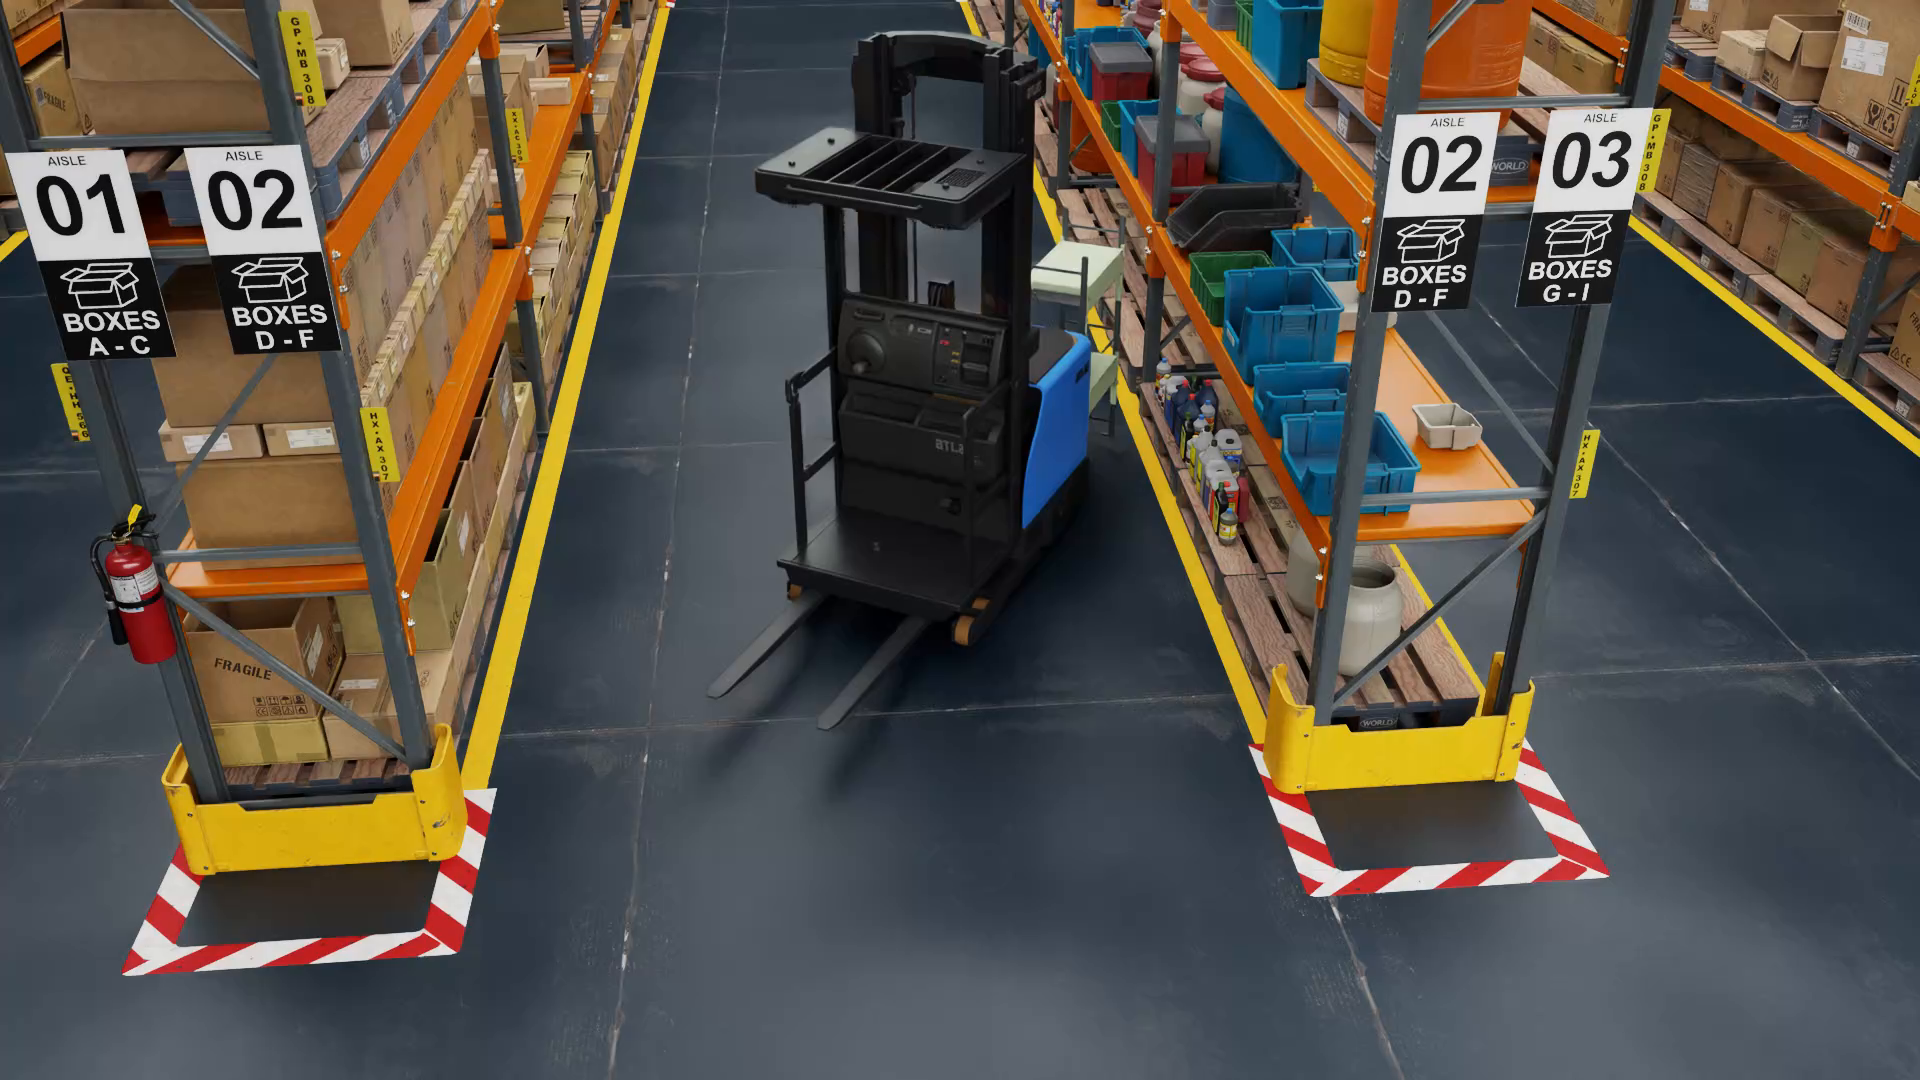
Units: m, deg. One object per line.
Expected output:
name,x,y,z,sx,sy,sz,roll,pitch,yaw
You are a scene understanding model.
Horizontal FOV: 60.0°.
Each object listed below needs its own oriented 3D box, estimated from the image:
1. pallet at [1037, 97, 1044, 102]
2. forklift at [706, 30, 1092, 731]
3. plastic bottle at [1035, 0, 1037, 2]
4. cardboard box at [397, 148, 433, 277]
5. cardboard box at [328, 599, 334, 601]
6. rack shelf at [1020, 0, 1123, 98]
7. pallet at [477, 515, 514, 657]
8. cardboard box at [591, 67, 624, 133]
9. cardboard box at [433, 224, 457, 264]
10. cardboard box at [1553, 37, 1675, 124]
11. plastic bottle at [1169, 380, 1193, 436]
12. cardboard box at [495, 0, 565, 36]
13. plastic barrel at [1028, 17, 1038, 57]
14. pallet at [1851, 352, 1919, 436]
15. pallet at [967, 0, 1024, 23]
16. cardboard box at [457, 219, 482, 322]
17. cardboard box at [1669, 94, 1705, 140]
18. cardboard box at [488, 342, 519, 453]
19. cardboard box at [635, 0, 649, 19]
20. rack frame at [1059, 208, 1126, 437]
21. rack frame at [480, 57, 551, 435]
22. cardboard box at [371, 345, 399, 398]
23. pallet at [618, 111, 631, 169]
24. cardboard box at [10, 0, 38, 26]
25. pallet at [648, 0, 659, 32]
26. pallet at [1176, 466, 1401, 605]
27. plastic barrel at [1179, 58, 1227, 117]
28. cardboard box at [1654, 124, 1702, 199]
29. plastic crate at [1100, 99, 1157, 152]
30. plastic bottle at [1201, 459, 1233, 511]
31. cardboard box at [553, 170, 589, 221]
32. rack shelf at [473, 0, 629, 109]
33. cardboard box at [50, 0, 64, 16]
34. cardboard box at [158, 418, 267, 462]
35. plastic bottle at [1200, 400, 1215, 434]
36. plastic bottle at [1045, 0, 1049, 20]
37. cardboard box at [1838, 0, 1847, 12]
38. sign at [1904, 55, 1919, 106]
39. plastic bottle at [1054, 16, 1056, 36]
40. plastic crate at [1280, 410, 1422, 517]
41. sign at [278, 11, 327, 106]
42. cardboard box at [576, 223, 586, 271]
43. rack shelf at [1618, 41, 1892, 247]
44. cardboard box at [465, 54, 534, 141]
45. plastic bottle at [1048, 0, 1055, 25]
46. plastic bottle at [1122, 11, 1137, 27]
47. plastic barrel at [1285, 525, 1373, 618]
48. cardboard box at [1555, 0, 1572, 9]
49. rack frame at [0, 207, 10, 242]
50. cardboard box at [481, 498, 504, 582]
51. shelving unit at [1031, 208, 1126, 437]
pallet,1.013,-4.712,17.434,1.003,0.211,1.213,-3,31,-5
forklift,-0.296,-0.948,8.478,1.130,2.935,3.031,13,33,21
plastic bottle,0.783,-5.258,15.675,0.144,0.351,0.185,-3,31,-5
cardboard box,-3.014,-1.591,8.125,0.700,0.500,0.500,-3,31,-5
cardboard box,-3.280,0.287,8.616,0.500,0.250,0.500,-3,31,-5
rack shelf,1.169,-4.976,15.856,1.077,0.370,4.000,-3,31,-5
pallet,-3.053,0.244,9.136,1.003,0.211,1.213,-3,31,-5
cardboard box,-3.485,-4.179,15.830,0.500,0.500,0.500,-4,31,-6
cardboard box,-2.847,-1.530,8.657,0.380,0.149,0.250,-2,31,-3
cardboard box,6.243,-4.122,15.388,1.225,0.875,0.875,-4,31,-7
plastic bottle,1.392,-0.841,10.387,0.144,0.351,0.185,-2,31,-3
cardboard box,-3.747,-4.567,13.964,0.700,0.500,0.500,-13,33,-21
plastic barrel,1.016,-5.306,17.345,0.600,0.901,0.708,-3,31,-5
pallet,6.759,-0.920,11.085,1.003,0.211,1.213,-3,31,-5
pallet,0.647,-6.728,20.808,1.003,0.211,1.213,-3,31,-5
cardboard box,-3.099,-1.533,9.295,0.700,0.500,0.500,-3,31,-5
cardboard box,6.380,-3.598,14.125,0.500,0.250,0.500,-2,31,-3
cardboard box,-2.907,-0.825,9.747,0.500,0.500,0.500,-3,31,-5
cardboard box,-3.969,-6.368,19.739,0.500,0.250,0.500,-3,31,-5
rack frame,0.823,-1.363,10.569,0.400,1.500,0.023,12,33,19
rack frame,-3.203,-1.986,10.149,1.000,3.000,0.127,-3,31,-5
cardboard box,-2.700,-0.738,7.330,0.380,0.149,0.250,-3,31,-4
pallet,-3.719,-3.835,15.965,1.003,0.211,1.213,-3,31,-5
cardboard box,-8.384,-4.749,14.369,0.500,0.500,0.500,-3,31,-5
pallet,-4.241,-6.469,20.375,1.003,0.211,1.213,-3,31,-5
pallet,1.868,-0.055,9.636,1.003,0.211,1.213,-3,31,-5
plastic barrel,1.790,-3.153,11.971,0.433,0.535,0.433,0,31,0
cardboard box,6.370,-3.275,14.317,0.700,0.500,0.500,-4,31,-7
plastic crate,1.286,-3.006,12.064,0.450,0.188,0.662,-3,31,-5
plastic bottle,1.486,-0.316,9.581,0.152,0.276,0.135,-4,31,-6
cardboard box,-3.227,-2.748,13.150,0.500,0.311,0.500,-3,31,-5
rack shelf,-3.763,-4.740,15.462,1.077,0.370,4.000,-3,31,-5
cardboard box,-8.493,-4.922,15.290,0.380,0.149,0.250,-4,31,-6
cardboard box,-3.054,-0.451,6.850,0.380,0.149,0.250,-3,31,-5
plastic bottle,1.526,-0.738,10.293,0.097,0.271,0.097,0,31,0
plastic bottle,0.824,-4.840,15.122,0.097,0.201,0.097,0,31,0
cardboard box,10.435,-6.232,19.339,0.380,0.149,0.250,-4,31,-6
sign,6.109,-2.927,10.596,0.100,0.325,0.005,-3,31,-5
plastic bottle,0.879,-4.542,14.622,0.097,0.201,0.097,0,31,0
plastic crate,1.759,-0.356,7.566,0.499,0.251,0.616,-3,31,-5
sign,-2.276,-1.664,5.756,0.100,0.325,0.005,-3,31,-5
cardboard box,-3.189,-2.251,12.865,0.500,0.250,0.500,-2,31,-3
rack shelf,6.474,-3.171,12.835,1.077,0.370,4.000,-3,31,-5
cardboard box,-3.403,-3.215,12.110,0.500,0.500,0.500,-4,31,-7
plastic bottle,0.843,-4.771,14.937,0.097,0.271,0.097,0,31,0
plastic bottle,1.486,-4.439,14.378,0.152,0.276,0.135,-3,31,-5
plastic barrel,1.919,0.121,8.640,0.421,0.512,0.421,0,31,0
cardboard box,5.902,-5.303,15.606,0.500,0.500,0.500,-4,31,-6
rack frame,-8.508,-3.789,13.168,1.000,3.000,0.127,-3,31,-5
cardboard box,-2.796,0.006,9.086,0.500,0.250,0.500,-3,31,-5
shelving unit,0.686,-1.189,10.278,0.431,1.500,0.755,12,33,19
